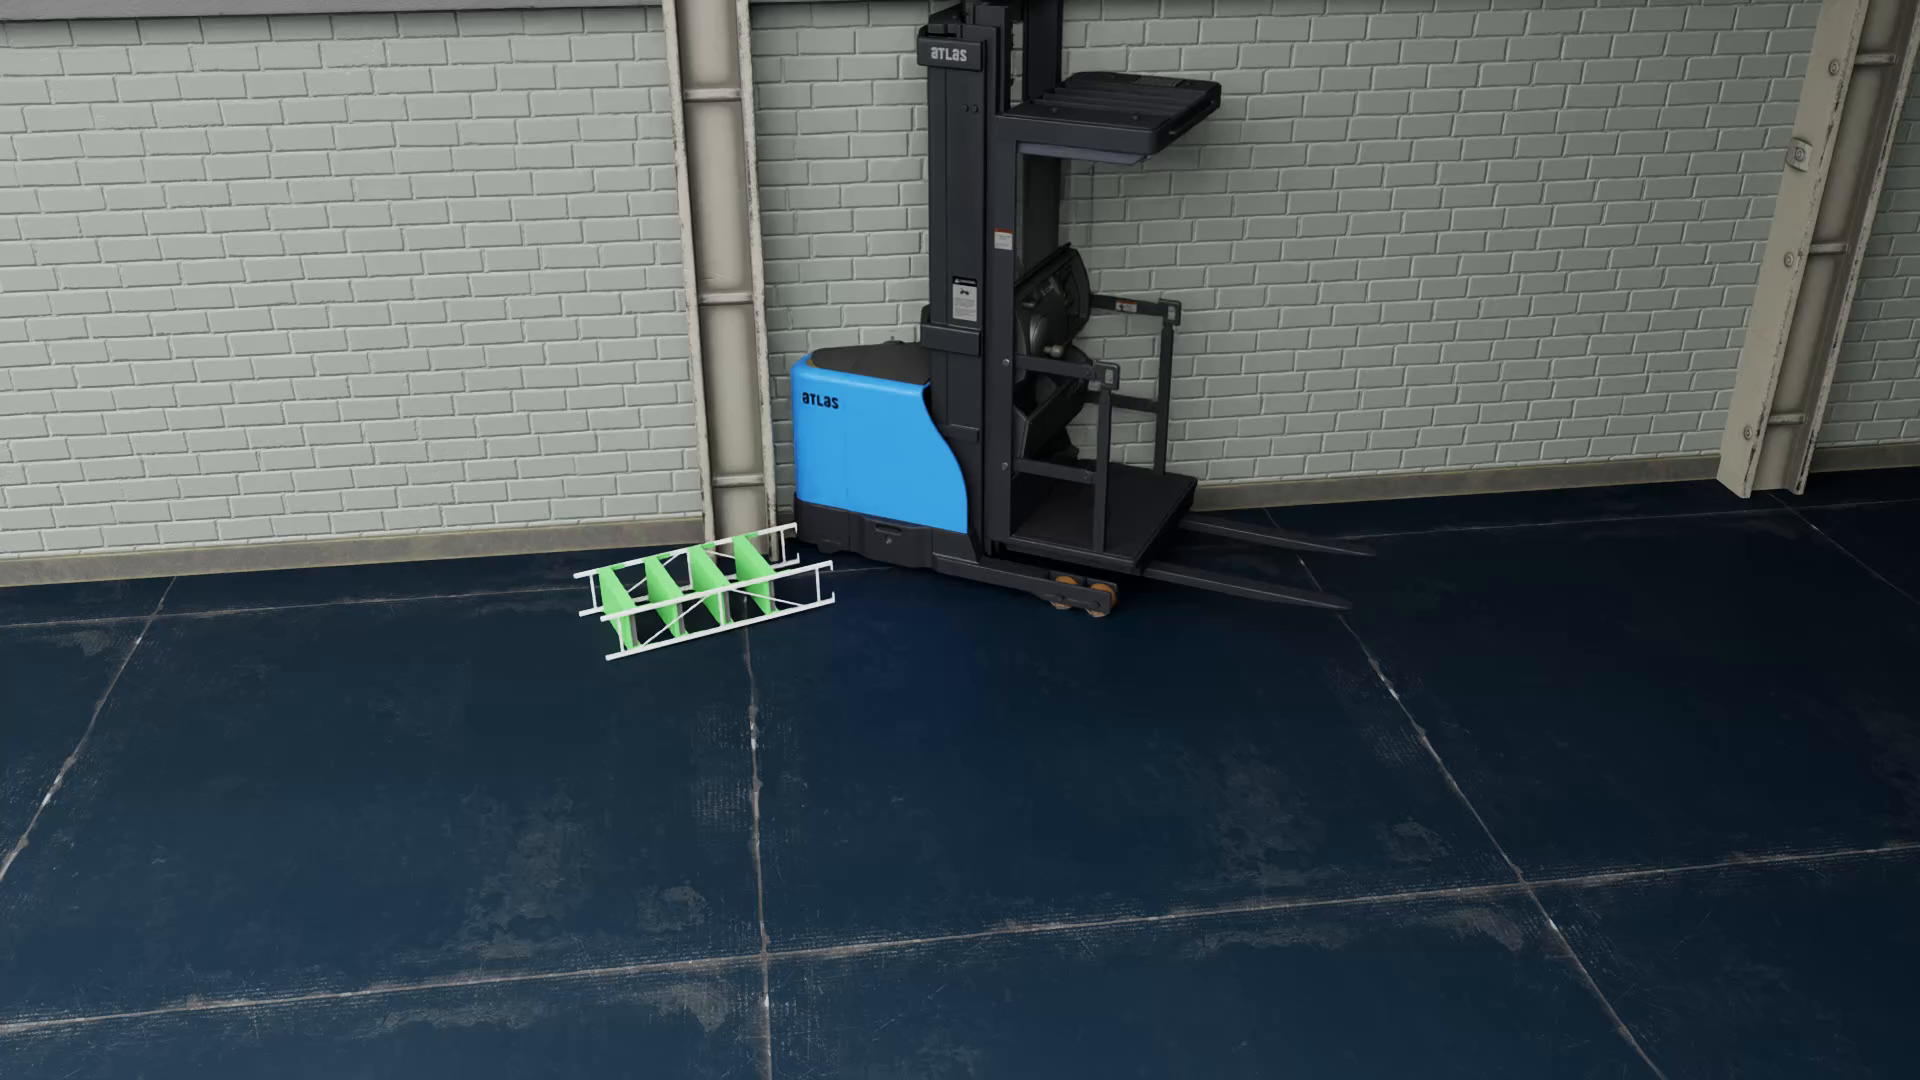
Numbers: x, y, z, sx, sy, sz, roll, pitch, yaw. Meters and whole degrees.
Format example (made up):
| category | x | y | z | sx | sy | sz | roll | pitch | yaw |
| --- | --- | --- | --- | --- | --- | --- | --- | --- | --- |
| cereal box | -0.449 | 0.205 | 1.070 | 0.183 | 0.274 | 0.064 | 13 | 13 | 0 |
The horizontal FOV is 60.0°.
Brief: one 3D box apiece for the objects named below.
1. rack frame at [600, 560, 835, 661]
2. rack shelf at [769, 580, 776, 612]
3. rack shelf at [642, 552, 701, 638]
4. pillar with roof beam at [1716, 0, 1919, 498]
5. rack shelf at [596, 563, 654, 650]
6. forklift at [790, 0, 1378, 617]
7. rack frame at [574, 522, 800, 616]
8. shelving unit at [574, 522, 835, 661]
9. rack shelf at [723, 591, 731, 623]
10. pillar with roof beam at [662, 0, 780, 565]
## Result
| category | x | y | z | sx | sy | sz | roll | pitch | yaw |
| --- | --- | --- | --- | --- | --- | --- | --- | --- | --- |
| rack frame | -1.186 | 0.345 | 8.268 | 1.200 | 0.240 | 0.015 | -14 | 30 | -23 |
| rack shelf | -1.049 | 0.185 | 8.570 | 0.029 | 0.199 | 0.442 | -14 | 30 | -23 |
| rack shelf | -1.452 | 0.285 | 8.394 | 0.148 | 0.258 | 0.480 | -14 | 30 | -23 |
| pillar with roof beam | 5.346 | -2.384 | 4.040 | 0.400 | 9.000 | 9.100 | -4 | 27 | -7 |
| rack shelf | -1.667 | 0.338 | 8.301 | 0.148 | 0.258 | 0.480 | -14 | 30 | -23 |
| forklift | 0.656 | -1.189 | 8.356 | 3.031 | 2.935 | 1.130 | 11 | 29 | 21 |
| rack frame | -1.404 | 0.148 | 8.658 | 1.200 | 0.240 | 0.015 | -14 | 30 | -23 |
| shelving unit | -1.295 | 0.246 | 8.463 | 1.200 | 0.258 | 0.503 | -14 | 30 | -23 |
| rack shelf | -1.263 | 0.238 | 8.477 | 0.029 | 0.199 | 0.442 | -14 | 30 | -23 |
| pillar with roof beam | -0.595 | -2.003 | 3.296 | 0.400 | 9.000 | 9.100 | -4 | 27 | -7 |
